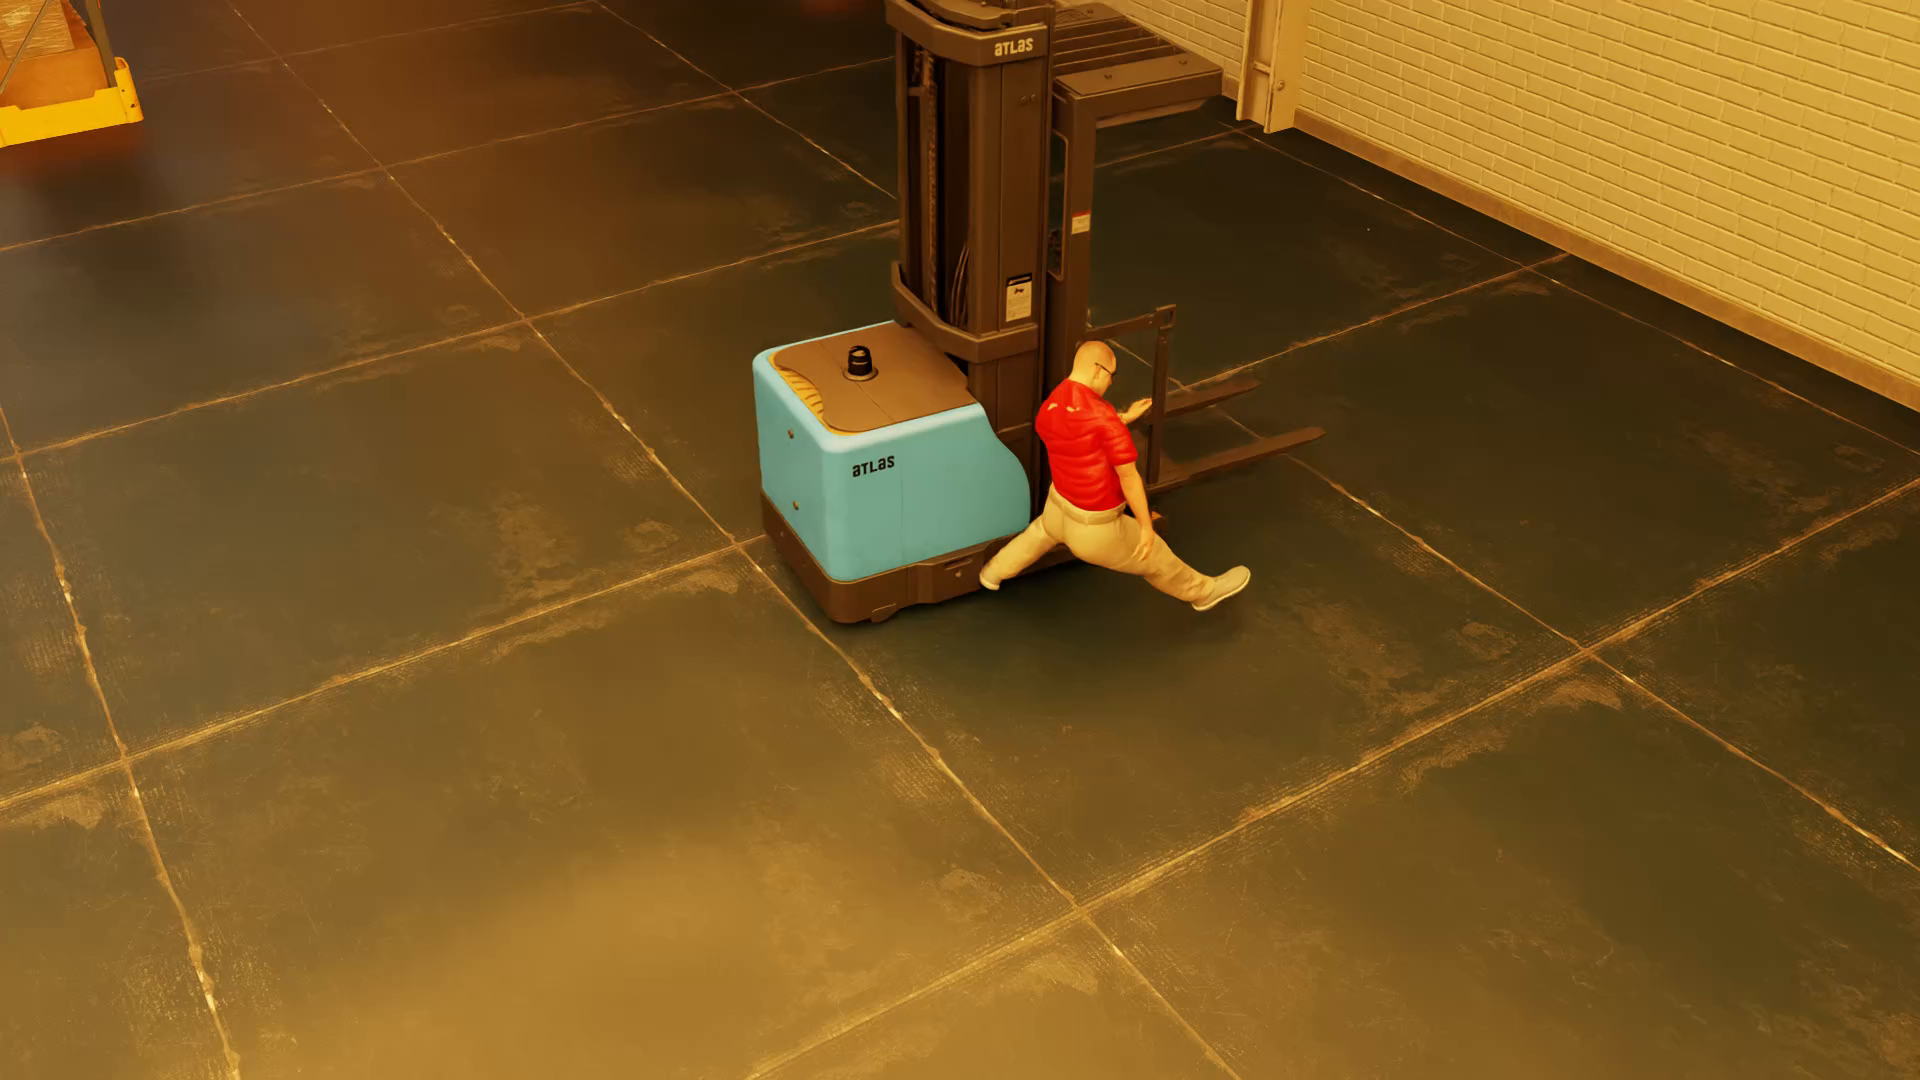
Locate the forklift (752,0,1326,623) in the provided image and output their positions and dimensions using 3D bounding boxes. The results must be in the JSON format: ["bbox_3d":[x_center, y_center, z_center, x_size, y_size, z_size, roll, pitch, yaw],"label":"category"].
[{"bbox_3d":[0.518,-1.382,8.114,3.031,2.935,1.130,-16,38,-22],"label":"forklift"}]

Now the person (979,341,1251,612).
[{"bbox_3d":[0.731,-0.329,7.794,1.097,1.428,1.045,-22,40,-28],"label":"person"}]
